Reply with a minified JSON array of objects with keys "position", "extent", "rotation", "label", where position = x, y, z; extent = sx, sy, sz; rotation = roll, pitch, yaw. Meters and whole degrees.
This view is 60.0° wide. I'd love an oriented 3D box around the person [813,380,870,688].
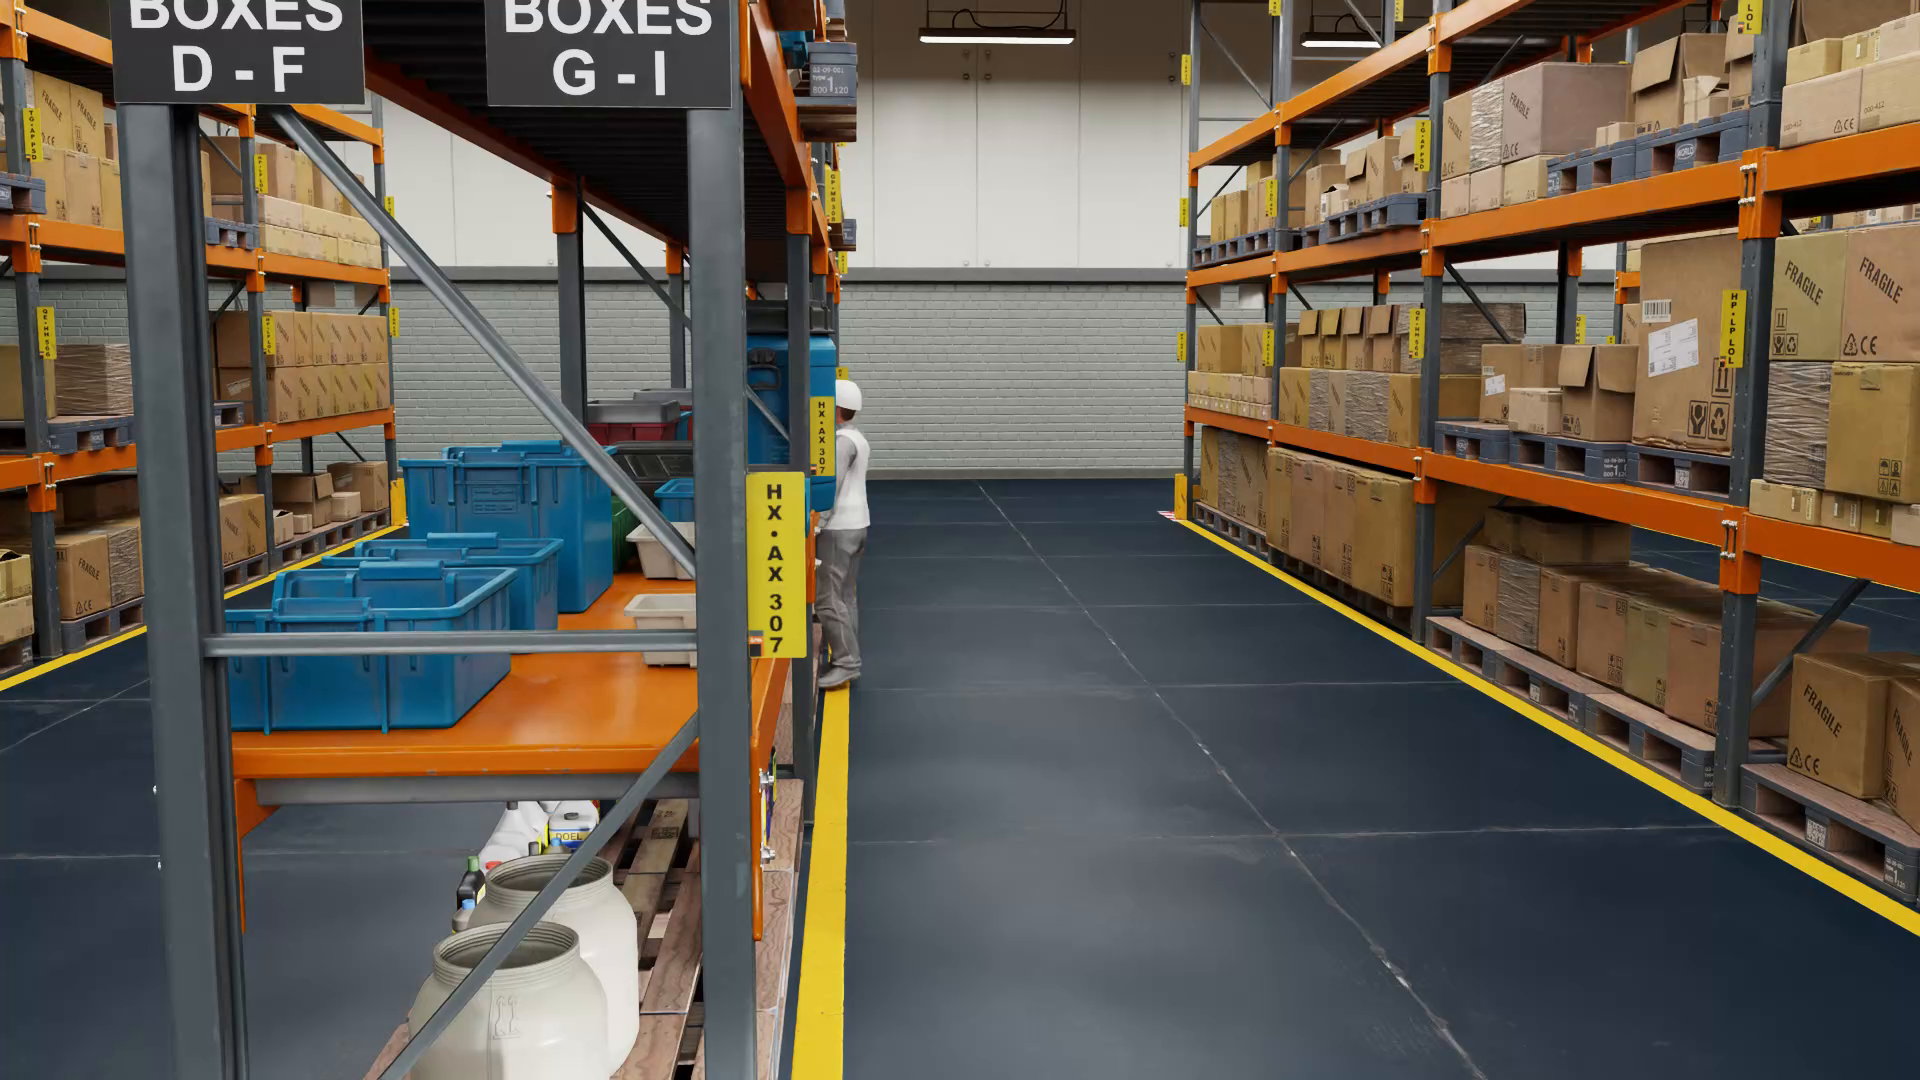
[{"position":[-0.739,-0.048,9.844],"extent":[0.388,1.791,0.604],"rotation":[1,7,8],"label":"person"}]
